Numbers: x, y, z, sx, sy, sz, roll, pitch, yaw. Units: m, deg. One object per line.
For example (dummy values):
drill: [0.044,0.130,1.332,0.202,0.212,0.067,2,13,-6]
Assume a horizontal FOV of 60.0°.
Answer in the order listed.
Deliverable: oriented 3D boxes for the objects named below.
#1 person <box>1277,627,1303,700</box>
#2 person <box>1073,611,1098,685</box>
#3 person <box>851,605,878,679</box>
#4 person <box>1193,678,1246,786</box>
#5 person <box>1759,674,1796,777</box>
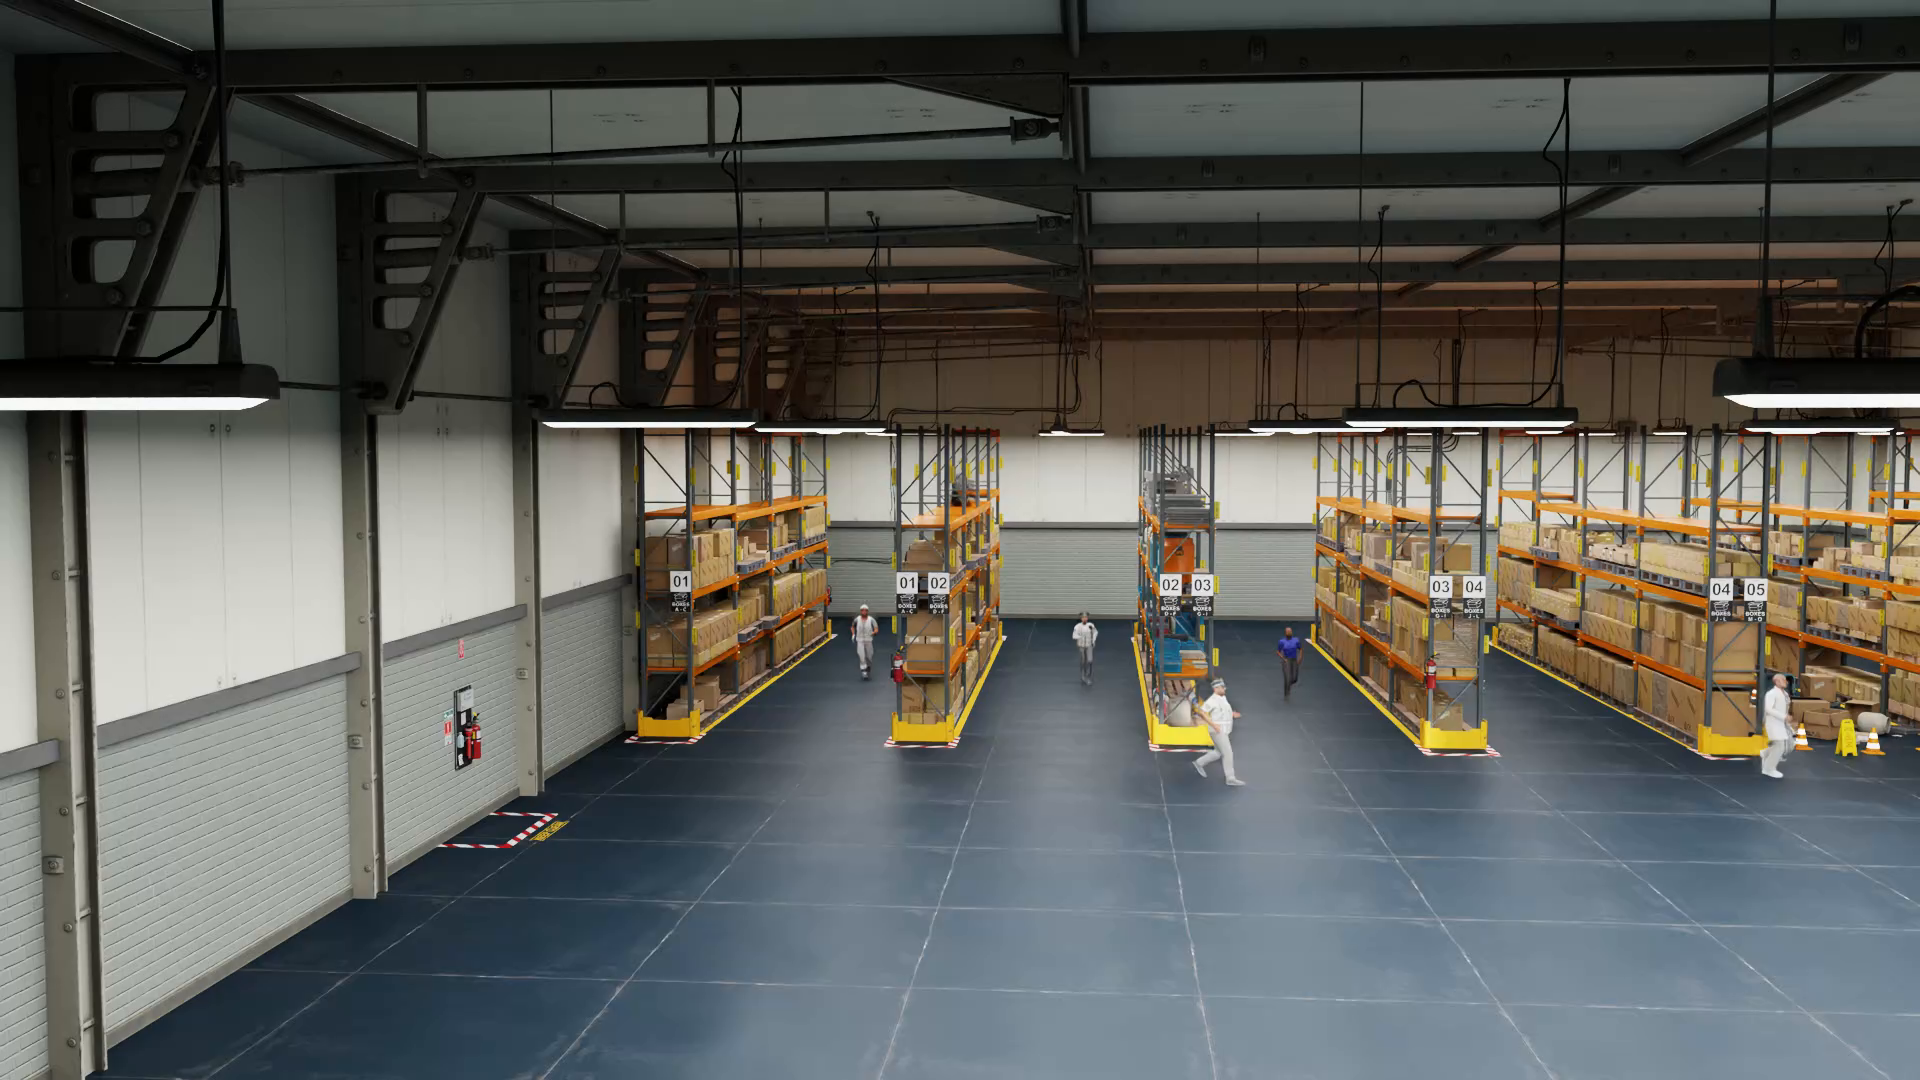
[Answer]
person: [7.233,2.708,36.457,0.589,1.617,0.609,0,3,3]
person: [2.925,2.525,38.830,0.590,1.740,0.704,0,3,2]
person: [-2.283,2.424,39.770,0.657,1.755,0.760,0,3,-2]
person: [4.288,3.153,27.500,0.933,1.755,0.672,2,4,26]
person: [13.907,3.141,28.243,0.754,1.743,0.664,-3,5,-40]
